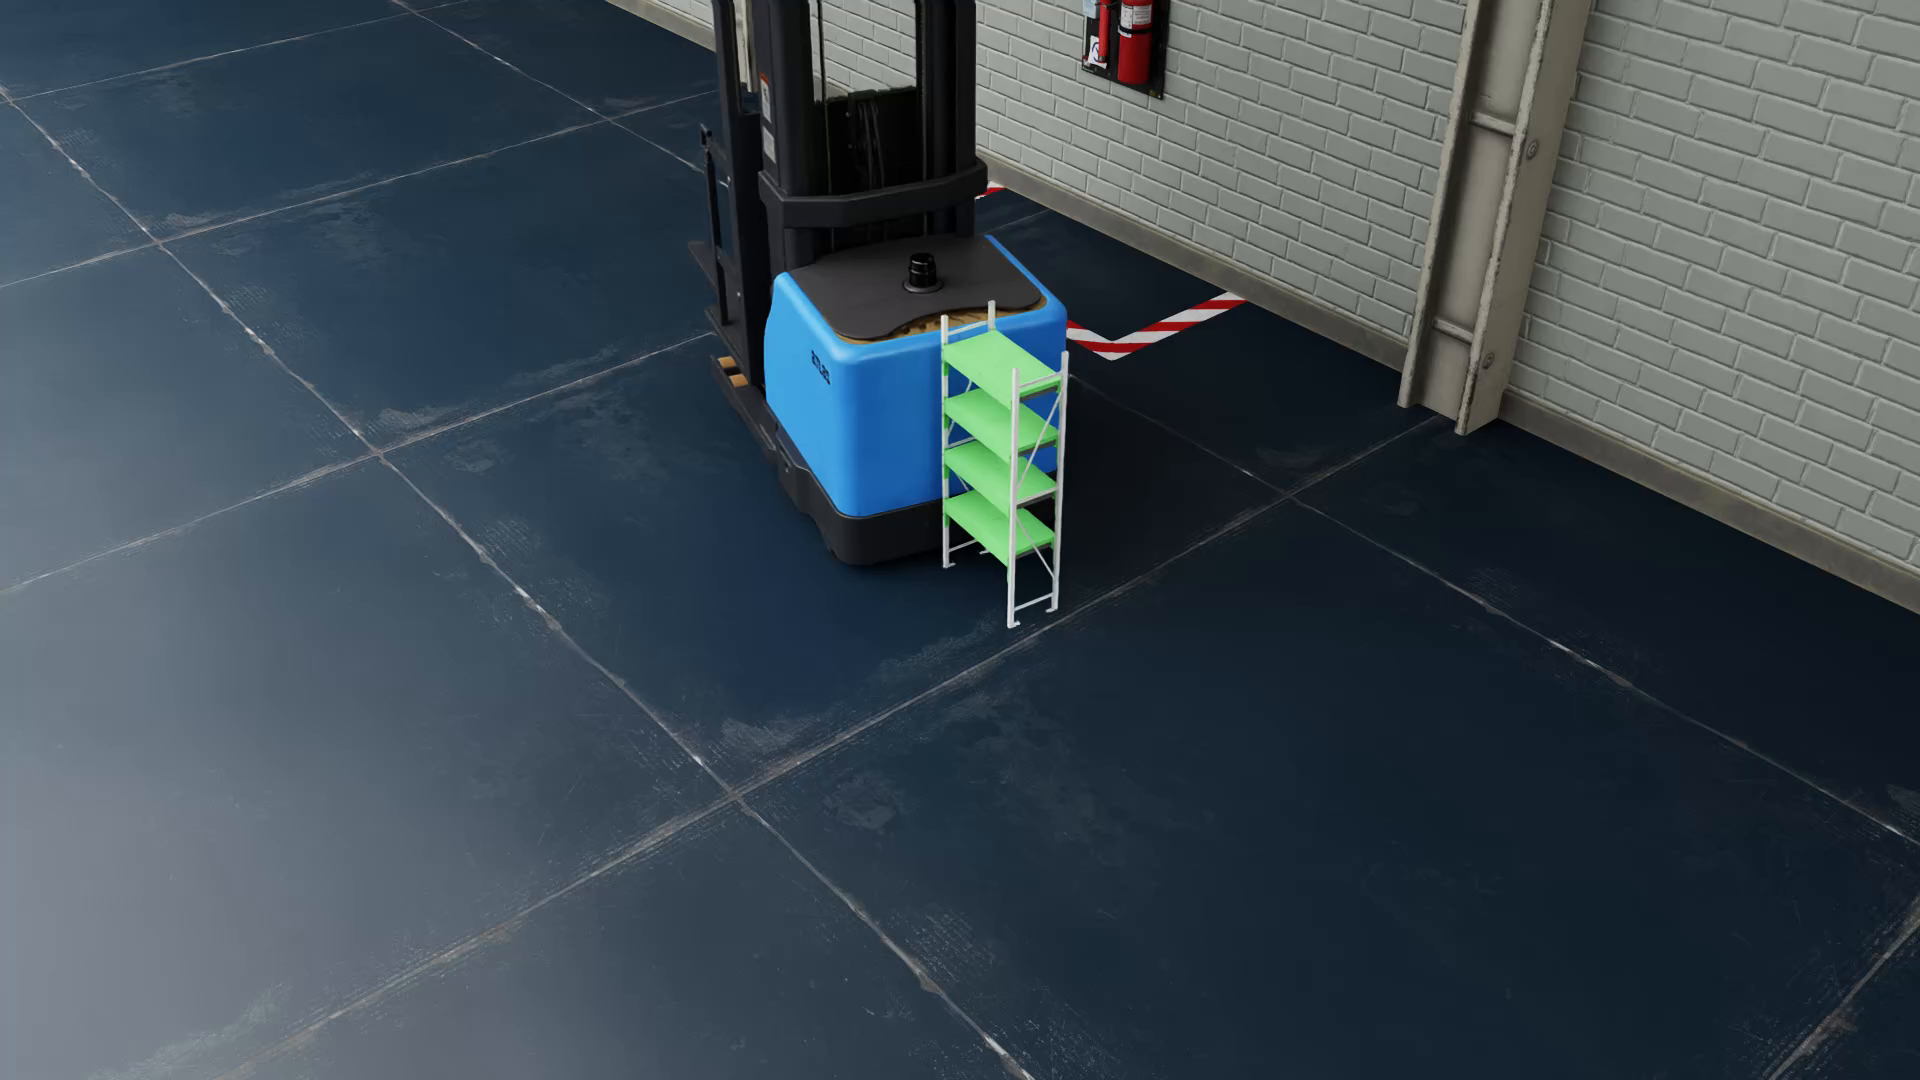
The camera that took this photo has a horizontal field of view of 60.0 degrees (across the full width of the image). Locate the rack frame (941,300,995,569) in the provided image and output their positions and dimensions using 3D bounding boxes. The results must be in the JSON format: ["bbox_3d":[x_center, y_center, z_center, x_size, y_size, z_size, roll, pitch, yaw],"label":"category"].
[{"bbox_3d":[0.033,-0.407,6.786,0.240,1.200,0.015,-21,40,-26],"label":"rack frame"}]

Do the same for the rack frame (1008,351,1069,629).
[{"bbox_3d":[0.298,-0.170,6.452,0.240,1.200,0.015,-21,40,-26],"label":"rack frame"}]

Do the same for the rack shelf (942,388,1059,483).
[{"bbox_3d":[0.165,-0.432,6.517,0.258,0.148,0.480,-21,40,-26],"label":"rack shelf"}]

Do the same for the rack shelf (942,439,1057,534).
[{"bbox_3d":[0.165,-0.236,6.656,0.258,0.148,0.480,-21,40,-26],"label":"rack shelf"}]

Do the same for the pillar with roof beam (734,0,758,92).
[{"bbox_3d":[-4.764,-5.357,7.028,9.100,9.000,0.400,-26,43,-32],"label":"pillar with roof beam"}]

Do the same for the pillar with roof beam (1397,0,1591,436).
[{"bbox_3d":[-0.892,-2.708,3.287,9.100,9.000,0.400,-26,43,-32],"label":"pillar with roof beam"}]

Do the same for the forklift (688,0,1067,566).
[{"bbox_3d":[-0.594,-1.933,7.443,1.130,2.935,3.031,-14,38,-19],"label":"forklift"}]

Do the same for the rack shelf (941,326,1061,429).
[{"bbox_3d":[0.165,-0.628,6.379,0.258,0.148,0.480,-21,40,-26],"label":"rack shelf"}]

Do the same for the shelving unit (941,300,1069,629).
[{"bbox_3d":[0.165,-0.288,6.619,0.258,1.200,0.503,-21,40,-26],"label":"shelving unit"}]

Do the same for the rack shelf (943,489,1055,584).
[{"bbox_3d":[0.165,-0.040,6.795,0.258,0.148,0.480,-21,40,-26],"label":"rack shelf"}]

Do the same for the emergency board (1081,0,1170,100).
[{"bbox_3d":[0.831,-2.971,8.849,0.194,1.169,0.643,-26,43,-32],"label":"emergency board"}]

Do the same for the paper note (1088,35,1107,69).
[{"bbox_3d":[0.769,-2.715,9.250,0.016,0.148,0.142,-26,43,-32],"label":"paper note"}]
